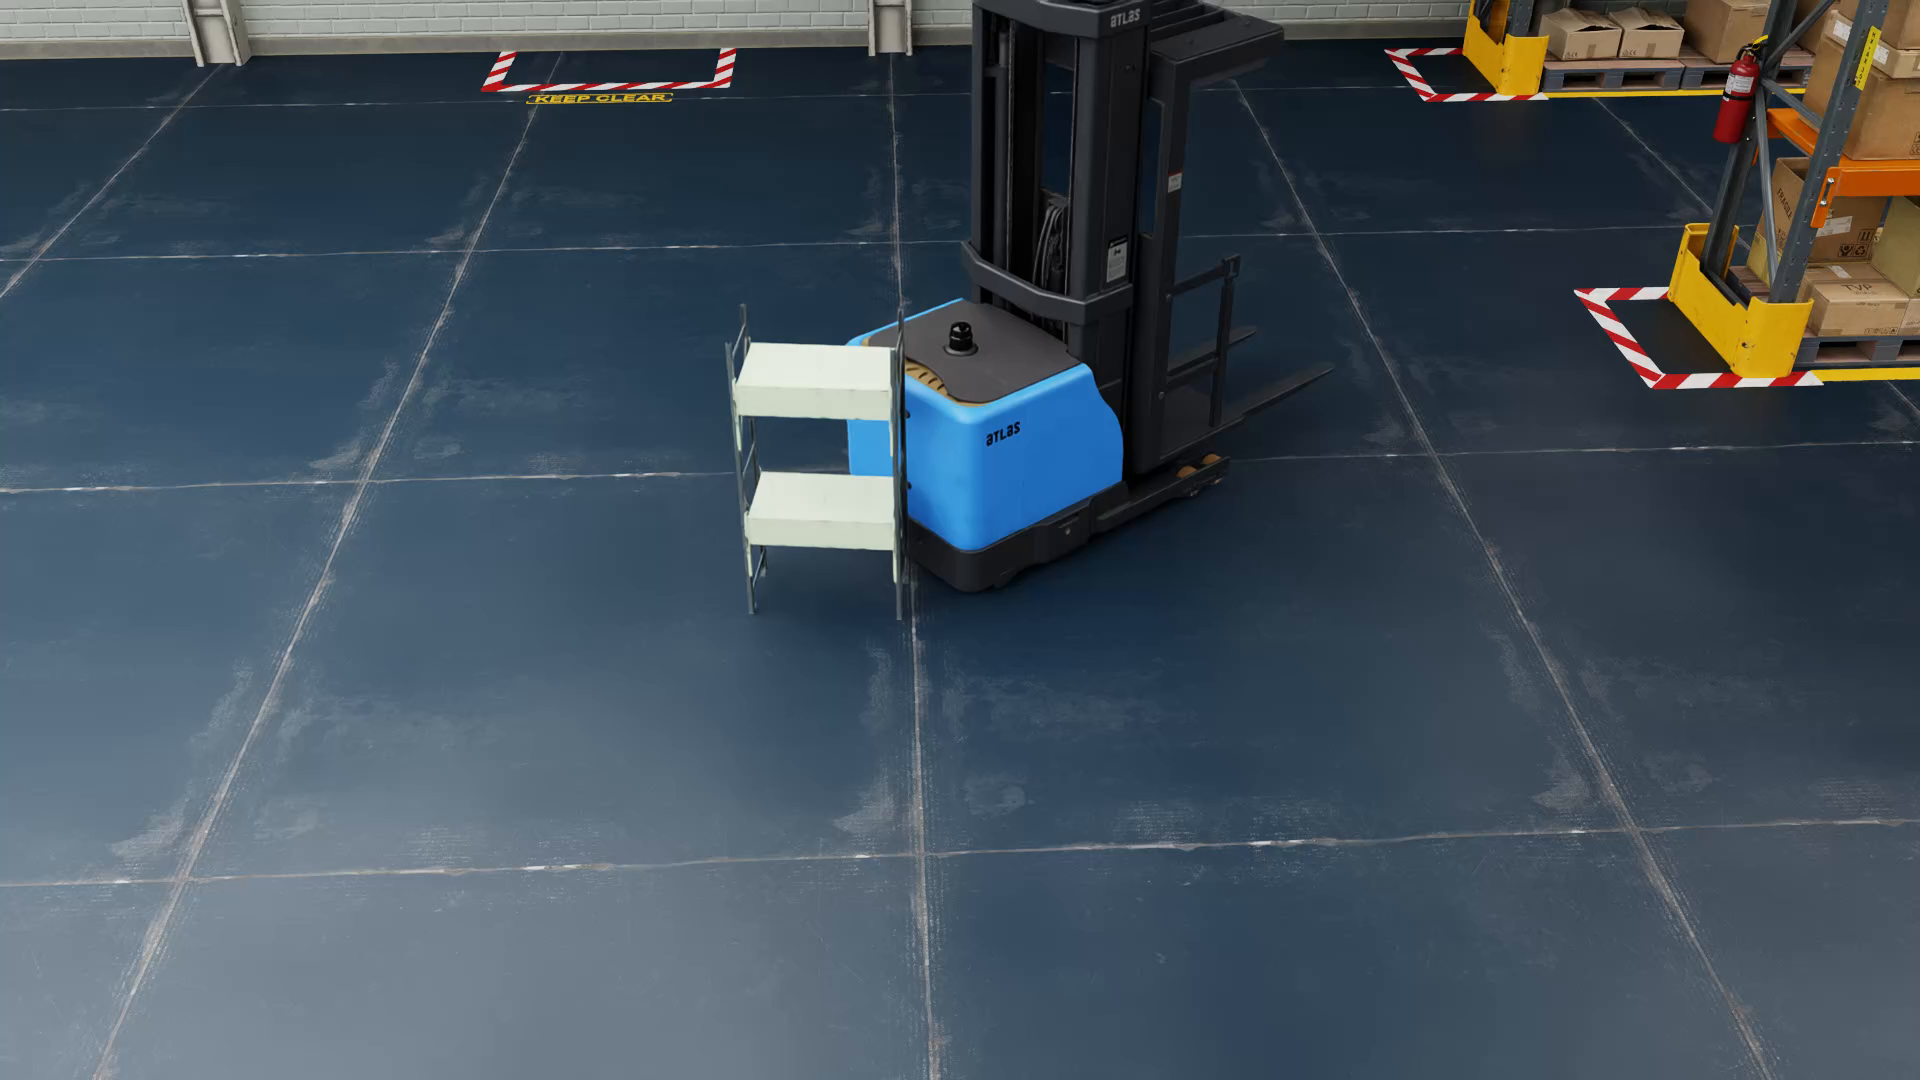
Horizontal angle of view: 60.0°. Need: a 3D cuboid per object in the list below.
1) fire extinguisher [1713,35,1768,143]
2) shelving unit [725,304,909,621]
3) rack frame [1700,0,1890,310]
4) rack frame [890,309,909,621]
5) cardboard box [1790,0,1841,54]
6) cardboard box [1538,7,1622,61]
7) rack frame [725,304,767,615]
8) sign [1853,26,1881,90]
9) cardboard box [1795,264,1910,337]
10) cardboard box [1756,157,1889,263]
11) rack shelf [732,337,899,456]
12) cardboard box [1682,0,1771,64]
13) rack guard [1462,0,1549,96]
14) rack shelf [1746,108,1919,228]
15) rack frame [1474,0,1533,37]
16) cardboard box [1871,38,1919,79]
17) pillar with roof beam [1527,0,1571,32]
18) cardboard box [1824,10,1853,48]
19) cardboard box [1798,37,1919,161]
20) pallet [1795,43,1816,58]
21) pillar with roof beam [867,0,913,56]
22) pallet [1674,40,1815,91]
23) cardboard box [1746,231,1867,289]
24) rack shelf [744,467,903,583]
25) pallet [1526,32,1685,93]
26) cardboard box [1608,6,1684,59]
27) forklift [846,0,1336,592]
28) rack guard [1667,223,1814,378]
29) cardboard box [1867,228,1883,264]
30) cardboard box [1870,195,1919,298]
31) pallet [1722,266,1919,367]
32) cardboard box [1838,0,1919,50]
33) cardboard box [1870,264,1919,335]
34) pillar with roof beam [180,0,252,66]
[{"bbox_3d":[4.797,-2.788,10.211,0.183,0.674,0.296,-2,35,-2],"label":"fire extinguisher"},{"bbox_3d":[-0.650,-0.346,7.932,0.755,1.500,0.431,2,35,3],"label":"shelving unit"},{"bbox_3d":[4.937,-2.559,9.812,0.127,3.000,1.000,-2,35,-2],"label":"rack frame"},{"bbox_3d":[-0.285,-0.331,7.910,0.023,1.500,0.400,2,35,3],"label":"rack frame"},{"bbox_3d":[7.660,-4.585,14.550,0.500,0.500,0.500,-4,35,-6],"label":"cardboard box"},{"bbox_3d":[5.394,-4.418,14.474,0.500,0.311,0.500,-5,35,-8],"label":"cardboard box"},{"bbox_3d":[-1.015,-0.361,7.953,0.023,1.500,0.400,2,35,3],"label":"rack frame"},{"bbox_3d":[4.957,-2.632,9.087,0.005,0.325,0.100,-2,35,-2],"label":"sign"},{"bbox_3d":[5.483,-1.489,10.313,0.500,0.250,0.500,-2,35,-2],"label":"cardboard box"},{"bbox_3d":[5.459,-2.093,10.527,0.500,0.500,0.500,-2,35,-2],"label":"cardboard box"},{"bbox_3d":[-0.650,-0.667,7.710,0.720,0.370,0.431,2,35,3],"label":"rack shelf"},{"bbox_3d":[6.699,-4.502,14.430,0.500,0.500,0.700,-4,35,-5],"label":"cardboard box"},{"bbox_3d":[4.775,-4.349,14.595,0.348,0.500,1.175,-2,35,-2],"label":"rack guard"},{"bbox_3d":[6.935,-2.317,10.095,4.000,0.370,1.077,-2,35,-2],"label":"rack shelf"},{"bbox_3d":[4.699,-5.375,13.881,0.127,3.000,1.000,-2,35,-2],"label":"rack frame"},{"bbox_3d":[5.339,-2.755,9.438,0.250,0.149,0.380,-2,35,-3],"label":"cardboard box"},{"bbox_3d":[5.561,-5.905,9.375,0.400,9.000,9.100,-2,35,-2],"label":"pillar with roof beam"},{"bbox_3d":[5.310,-2.986,9.771,0.250,0.149,0.380,-2,35,-3],"label":"cardboard box"},{"bbox_3d":[5.404,-2.606,9.791,0.500,0.500,0.700,-2,35,-2],"label":"cardboard box"},{"bbox_3d":[8.025,-4.298,14.775,1.213,0.211,1.003,-2,35,-2],"label":"pallet"},{"bbox_3d":[-0.432,-5.744,9.142,0.400,9.000,9.100,-2,35,-2],"label":"pillar with roof beam"},{"bbox_3d":[6.804,-4.263,14.725,1.213,0.211,1.003,-2,35,-2],"label":"pallet"},{"bbox_3d":[5.459,-1.784,10.739,0.500,0.250,0.500,-2,35,-2],"label":"cardboard box"},{"bbox_3d":[-0.650,-0.078,8.117,0.720,0.370,0.431,2,35,3],"label":"rack shelf"},{"bbox_3d":[5.588,-4.232,14.680,1.213,0.211,1.003,-2,35,-2],"label":"pallet"},{"bbox_3d":[5.964,-4.433,14.496,0.500,0.311,0.500,1,35,2],"label":"cardboard box"},{"bbox_3d":[0.857,-1.646,8.553,3.031,2.935,1.130,-26,42,-32],"label":"forklift"},{"bbox_3d":[4.913,-1.531,10.523,0.348,0.500,1.175,-2,35,-2],"label":"rack guard"},{"bbox_3d":[5.958,-1.804,10.768,0.500,0.250,0.500,-2,35,-2],"label":"cardboard box"},{"bbox_3d":[5.983,-1.812,10.121,0.500,0.500,0.500,-2,35,-2],"label":"cardboard box"},{"bbox_3d":[5.699,-1.457,10.670,1.213,0.211,1.003,-2,35,-2],"label":"pallet"},{"bbox_3d":[5.457,-3.141,9.424,0.500,0.500,0.700,-1,35,-2],"label":"cardboard box"},{"bbox_3d":[5.983,-1.505,10.336,0.500,0.250,0.500,-2,35,-2],"label":"cardboard box"},{"bbox_3d":[-6.426,-5.582,8.908,0.400,9.000,9.100,-2,35,-2],"label":"pillar with roof beam"}]
